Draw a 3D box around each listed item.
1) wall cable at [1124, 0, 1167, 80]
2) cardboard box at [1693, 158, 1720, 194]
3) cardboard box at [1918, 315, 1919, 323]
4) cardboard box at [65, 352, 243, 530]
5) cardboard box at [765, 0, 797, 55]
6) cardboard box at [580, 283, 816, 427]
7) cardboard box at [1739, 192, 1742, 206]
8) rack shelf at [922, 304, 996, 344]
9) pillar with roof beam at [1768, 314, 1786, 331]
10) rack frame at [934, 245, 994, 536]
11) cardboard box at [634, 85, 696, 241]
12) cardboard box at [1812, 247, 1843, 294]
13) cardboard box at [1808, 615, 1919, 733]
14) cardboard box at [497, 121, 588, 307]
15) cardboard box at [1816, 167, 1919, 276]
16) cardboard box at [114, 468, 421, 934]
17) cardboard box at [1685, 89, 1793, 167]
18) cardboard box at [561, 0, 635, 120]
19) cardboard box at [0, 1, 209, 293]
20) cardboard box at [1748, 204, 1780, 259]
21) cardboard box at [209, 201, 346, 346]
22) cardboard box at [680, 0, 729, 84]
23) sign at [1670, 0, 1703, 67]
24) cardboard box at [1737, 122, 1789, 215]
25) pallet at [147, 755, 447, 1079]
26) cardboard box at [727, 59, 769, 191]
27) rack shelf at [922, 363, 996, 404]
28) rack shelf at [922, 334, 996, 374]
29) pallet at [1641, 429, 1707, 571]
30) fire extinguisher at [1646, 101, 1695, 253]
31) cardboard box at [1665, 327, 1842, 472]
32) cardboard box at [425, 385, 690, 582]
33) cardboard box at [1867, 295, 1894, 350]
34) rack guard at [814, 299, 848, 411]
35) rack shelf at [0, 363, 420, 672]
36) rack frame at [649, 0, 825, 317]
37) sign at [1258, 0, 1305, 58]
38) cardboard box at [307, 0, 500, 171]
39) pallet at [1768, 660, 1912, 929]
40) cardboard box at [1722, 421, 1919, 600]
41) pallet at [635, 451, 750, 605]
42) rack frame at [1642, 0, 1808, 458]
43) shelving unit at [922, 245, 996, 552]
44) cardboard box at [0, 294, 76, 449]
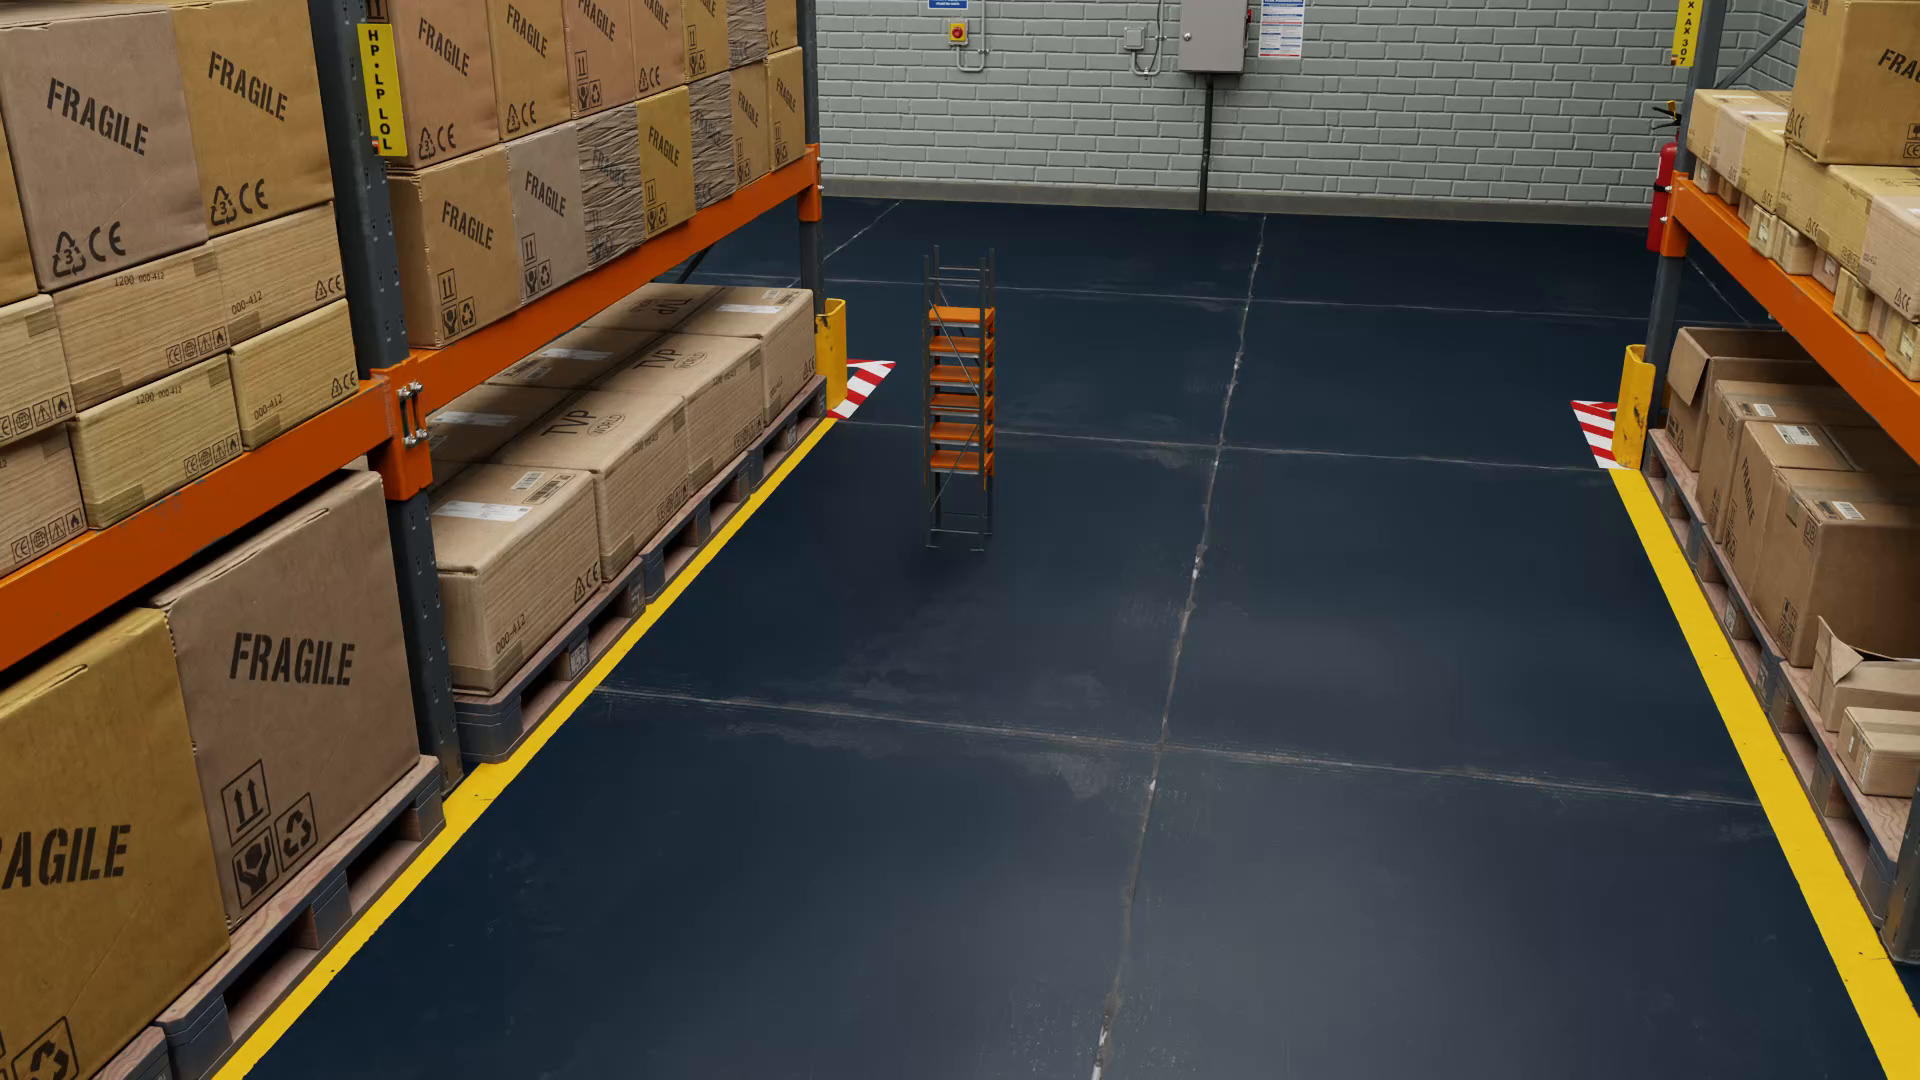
[{"bbox_3d":[1.328,-4.576,12.840,0.588,1.984,0.122,4,22,11],"label":"wall cable"},{"bbox_3d":[3.334,-1.551,7.027,0.380,0.149,0.250,4,22,11],"label":"cardboard box"},{"bbox_3d":[2.718,-0.578,4.075,0.500,0.250,0.500,5,22,12],"label":"cardboard box"},{"bbox_3d":[-1.957,-0.242,3.641,0.500,0.250,0.500,4,22,10],"label":"cardboard box"},{"bbox_3d":[-1.056,-2.460,7.474,0.500,0.500,0.500,5,23,13],"label":"cardboard box"},{"bbox_3d":[-1.227,-0.901,7.944,0.875,0.438,0.875,4,22,9],"label":"cardboard box"},{"bbox_3d":[3.307,-1.356,6.542,0.380,0.149,0.250,4,22,10],"label":"cardboard box"},{"bbox_3d":[-0.003,-0.844,6.498,0.258,0.103,0.180,4,22,11],"label":"rack shelf"},{"bbox_3d":[0.887,-5.795,9.198,9.100,9.000,0.400,4,22,11],"label":"pillar with roof beam"},{"bbox_3d":[0.016,-0.585,6.699,0.240,1.200,0.006,4,22,11],"label":"rack frame"},{"bbox_3d":[-1.335,-1.433,6.262,0.500,0.500,0.500,5,22,13],"label":"cardboard box"},{"bbox_3d":[3.003,-0.887,5.376,0.380,0.149,0.250,4,22,11],"label":"cardboard box"},{"bbox_3d":[2.752,0.412,4.912,0.396,0.266,0.258,5,23,13],"label":"cardboard box"},{"bbox_3d":[-1.548,-1.063,5.344,0.500,0.500,0.500,5,22,11],"label":"cardboard box"},{"bbox_3d":[2.921,-0.943,4.983,0.500,0.250,0.500,4,22,11],"label":"cardboard box"},{"bbox_3d":[-2.055,0.342,4.270,0.875,0.875,0.875,5,23,13],"label":"cardboard box"},{"bbox_3d":[3.313,-1.690,6.838,0.500,0.250,0.500,5,22,11],"label":"cardboard box"},{"bbox_3d":[-1.448,-1.718,5.632,0.500,0.500,0.500,5,22,12],"label":"cardboard box"},{"bbox_3d":[-1.951,-0.819,3.400,0.500,0.500,0.500,5,22,12],"label":"cardboard box"},{"bbox_3d":[3.022,-1.084,5.866,0.380,0.149,0.250,4,22,9],"label":"cardboard box"},{"bbox_3d":[-1.859,-0.664,4.018,0.500,0.250,0.500,4,22,11],"label":"cardboard box"},{"bbox_3d":[-1.238,-2.086,6.545,0.500,0.500,0.500,4,22,11],"label":"cardboard box"},{"bbox_3d":[3.138,-2.210,7.167,0.100,0.325,0.005,4,22,11],"label":"sign"},{"bbox_3d":[3.110,-1.320,5.919,0.500,0.250,0.500,4,22,10],"label":"cardboard box"},{"bbox_3d":[-2.091,0.900,4.336,1.003,0.211,1.213,4,22,11],"label":"pallet"},{"bbox_3d":[-1.147,-1.812,7.203,0.500,0.500,0.500,4,22,10],"label":"cardboard box"},{"bbox_3d":[-0.003,-0.621,6.588,0.258,0.103,0.180,4,22,11],"label":"rack shelf"},{"bbox_3d":[-0.003,-0.733,6.543,0.258,0.103,0.180,4,22,11],"label":"rack shelf"},{"bbox_3d":[3.492,-0.154,6.954,1.003,0.211,1.213,4,22,11],"label":"pallet"},{"bbox_3d":[3.247,-1.647,7.531,0.296,0.674,0.183,4,22,11],"label":"fire extinguisher"},{"bbox_3d":[3.452,-0.588,7.077,0.797,0.503,0.637,4,22,9],"label":"cardboard box"},{"bbox_3d":[-1.592,-0.236,6.293,0.875,0.438,0.875,4,22,9],"label":"cardboard box"},{"bbox_3d":[2.812,-0.611,4.692,0.380,0.149,0.250,5,22,12],"label":"cardboard box"},{"bbox_3d":[-1.186,-0.993,8.651,1.175,0.500,0.348,4,22,11],"label":"rack guard"},{"bbox_3d":[-2.415,0.384,2.848,1.077,0.370,4.000,4,22,11],"label":"rack shelf"},{"bbox_3d":[-1.191,-2.144,8.162,1.000,3.000,0.127,4,22,11],"label":"rack frame"},{"bbox_3d":[2.490,-3.989,12.869,0.329,0.494,0.001,4,22,11],"label":"sign"},{"bbox_3d":[-1.673,-1.347,4.711,0.500,0.500,0.500,5,22,11],"label":"cardboard box"},{"bbox_3d":[2.994,0.738,4.738,1.003,0.211,1.213,4,22,11],"label":"pallet"},{"bbox_3d":[3.033,-0.091,5.847,0.500,0.500,0.500,5,22,12],"label":"cardboard box"},{"bbox_3d":[-1.528,-0.107,6.838,1.003,0.211,1.213,4,22,11],"label":"pallet"},{"bbox_3d":[3.669,-1.767,7.226,1.000,3.000,0.127,4,22,11],"label":"rack frame"},{"bbox_3d":[-0.003,-0.551,6.616,0.258,1.200,0.189,4,22,11],"label":"shelving unit"},{"bbox_3d":[-2.053,-0.291,3.091,0.500,0.250,0.500,5,22,12],"label":"cardboard box"}]
